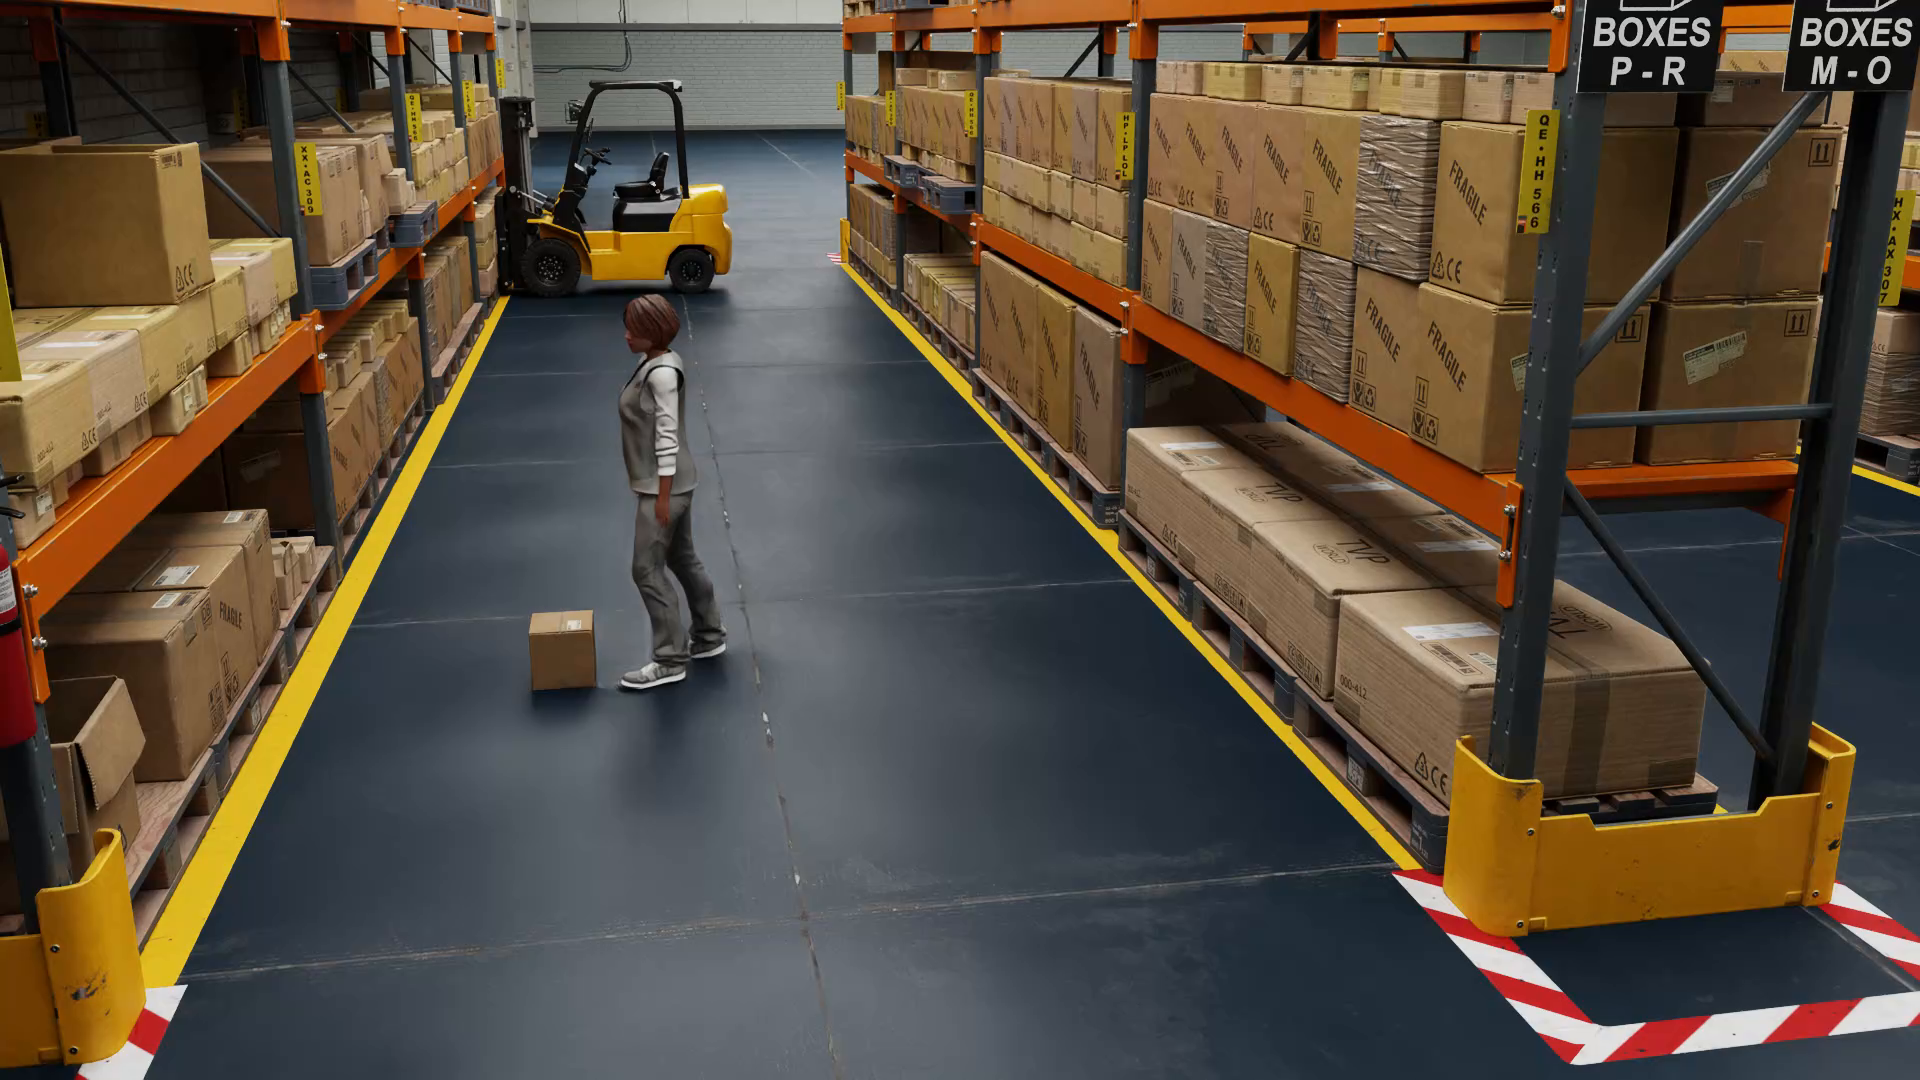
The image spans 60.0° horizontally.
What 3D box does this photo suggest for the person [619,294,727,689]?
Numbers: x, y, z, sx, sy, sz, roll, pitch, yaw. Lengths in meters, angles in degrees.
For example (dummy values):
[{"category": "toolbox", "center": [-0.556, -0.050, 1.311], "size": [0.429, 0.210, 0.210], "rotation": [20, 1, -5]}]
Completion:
[{"category": "person", "center": [-1.198, -0.199, 6.776], "size": [0.452, 1.614, 0.463], "rotation": [-3, 17, -11]}]
